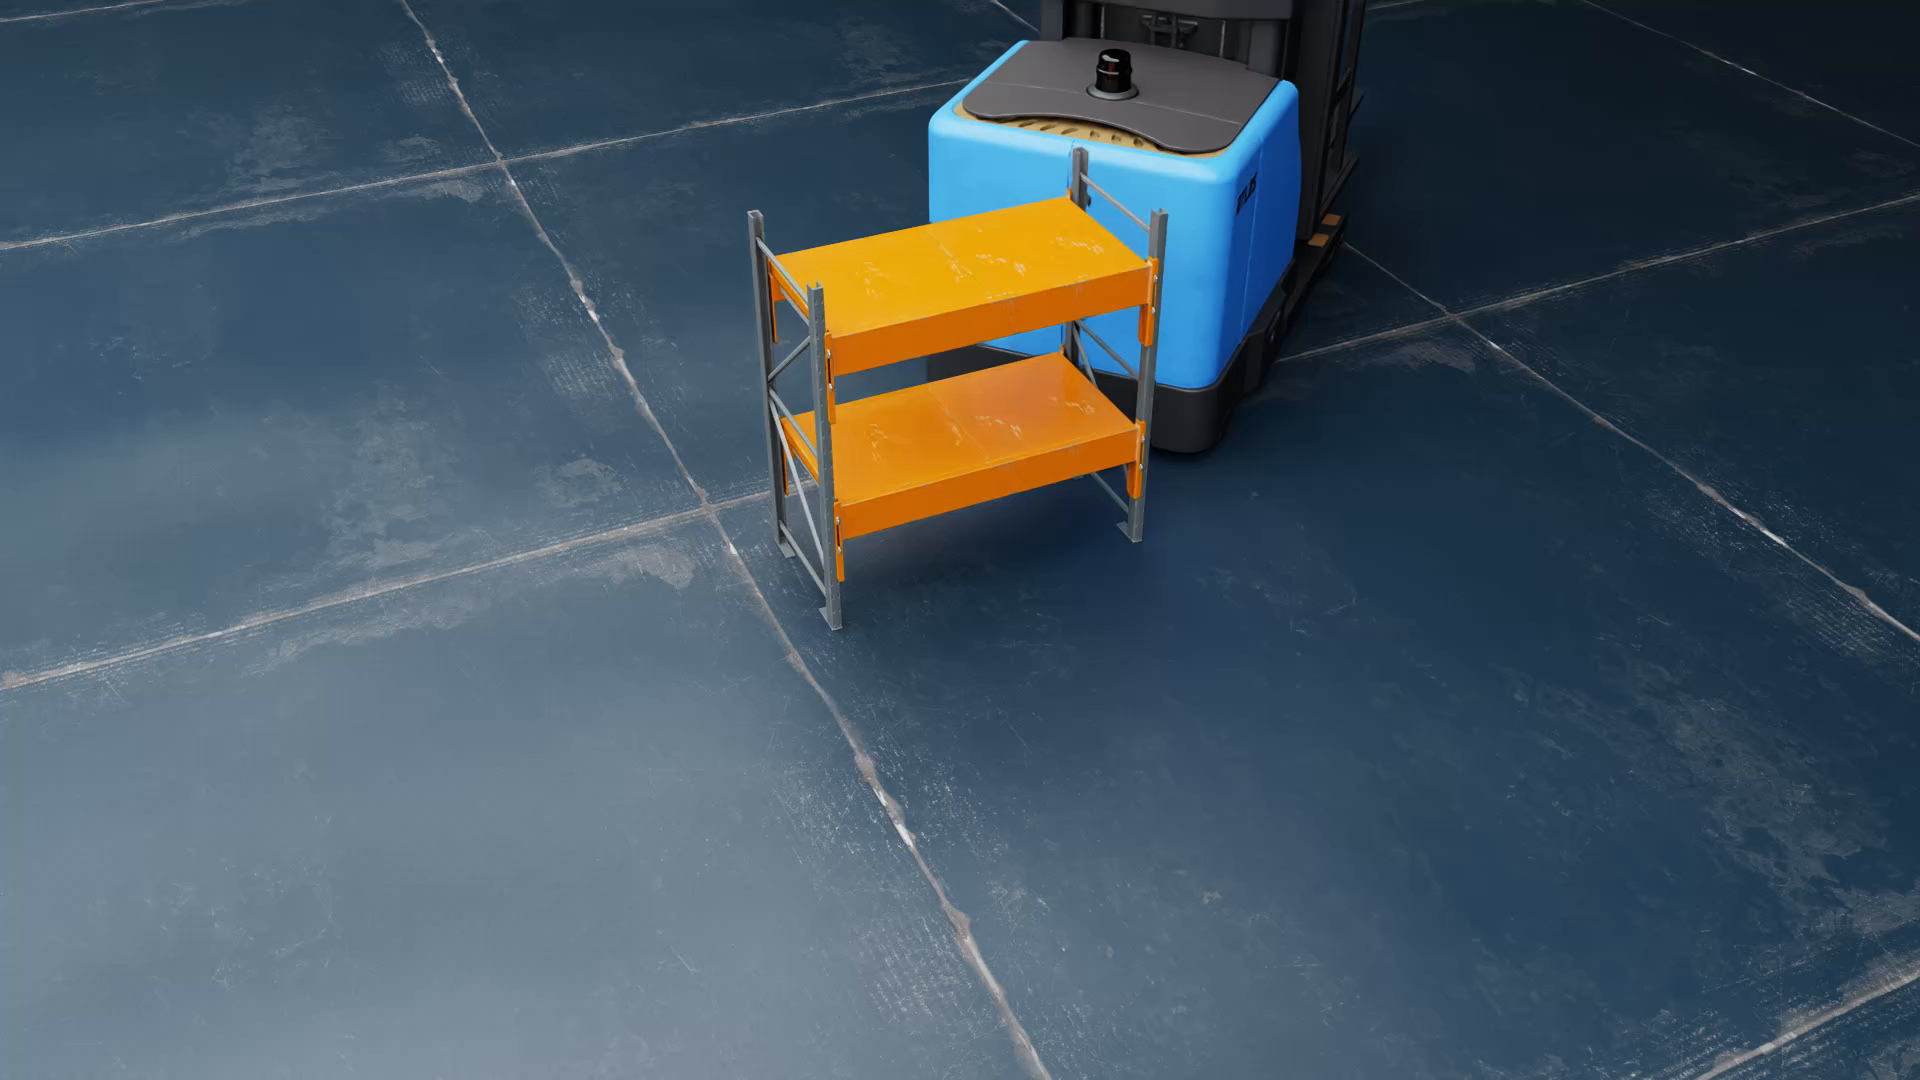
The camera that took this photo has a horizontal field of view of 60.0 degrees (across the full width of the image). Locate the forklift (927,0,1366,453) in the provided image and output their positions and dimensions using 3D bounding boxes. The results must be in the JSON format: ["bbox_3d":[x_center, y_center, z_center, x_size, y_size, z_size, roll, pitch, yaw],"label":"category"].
[{"bbox_3d":[0.942,-2.338,5.942,1.130,2.935,3.031,15,39,19],"label":"forklift"}]

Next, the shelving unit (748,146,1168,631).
[{"bbox_3d":[-0.006,-0.450,4.913,1.048,1.125,0.538,-16,39,-20],"label":"shelving unit"}]

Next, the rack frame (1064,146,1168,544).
[{"bbox_3d":[0.454,-0.579,5.086,0.032,1.125,0.500,-16,39,-20],"label":"rack frame"}]

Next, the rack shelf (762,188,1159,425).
[{"bbox_3d":[-0.006,-0.685,4.738,1.000,0.278,0.538,-16,39,-20],"label":"rack shelf"}]

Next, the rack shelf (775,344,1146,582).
[{"bbox_3d":[-0.006,-0.254,5.058,1.000,0.278,0.538,-16,39,-20],"label":"rack shelf"}]

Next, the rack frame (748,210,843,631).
[{"bbox_3d":[-0.466,-0.321,4.739,0.032,1.125,0.500,-16,39,-20],"label":"rack frame"}]
